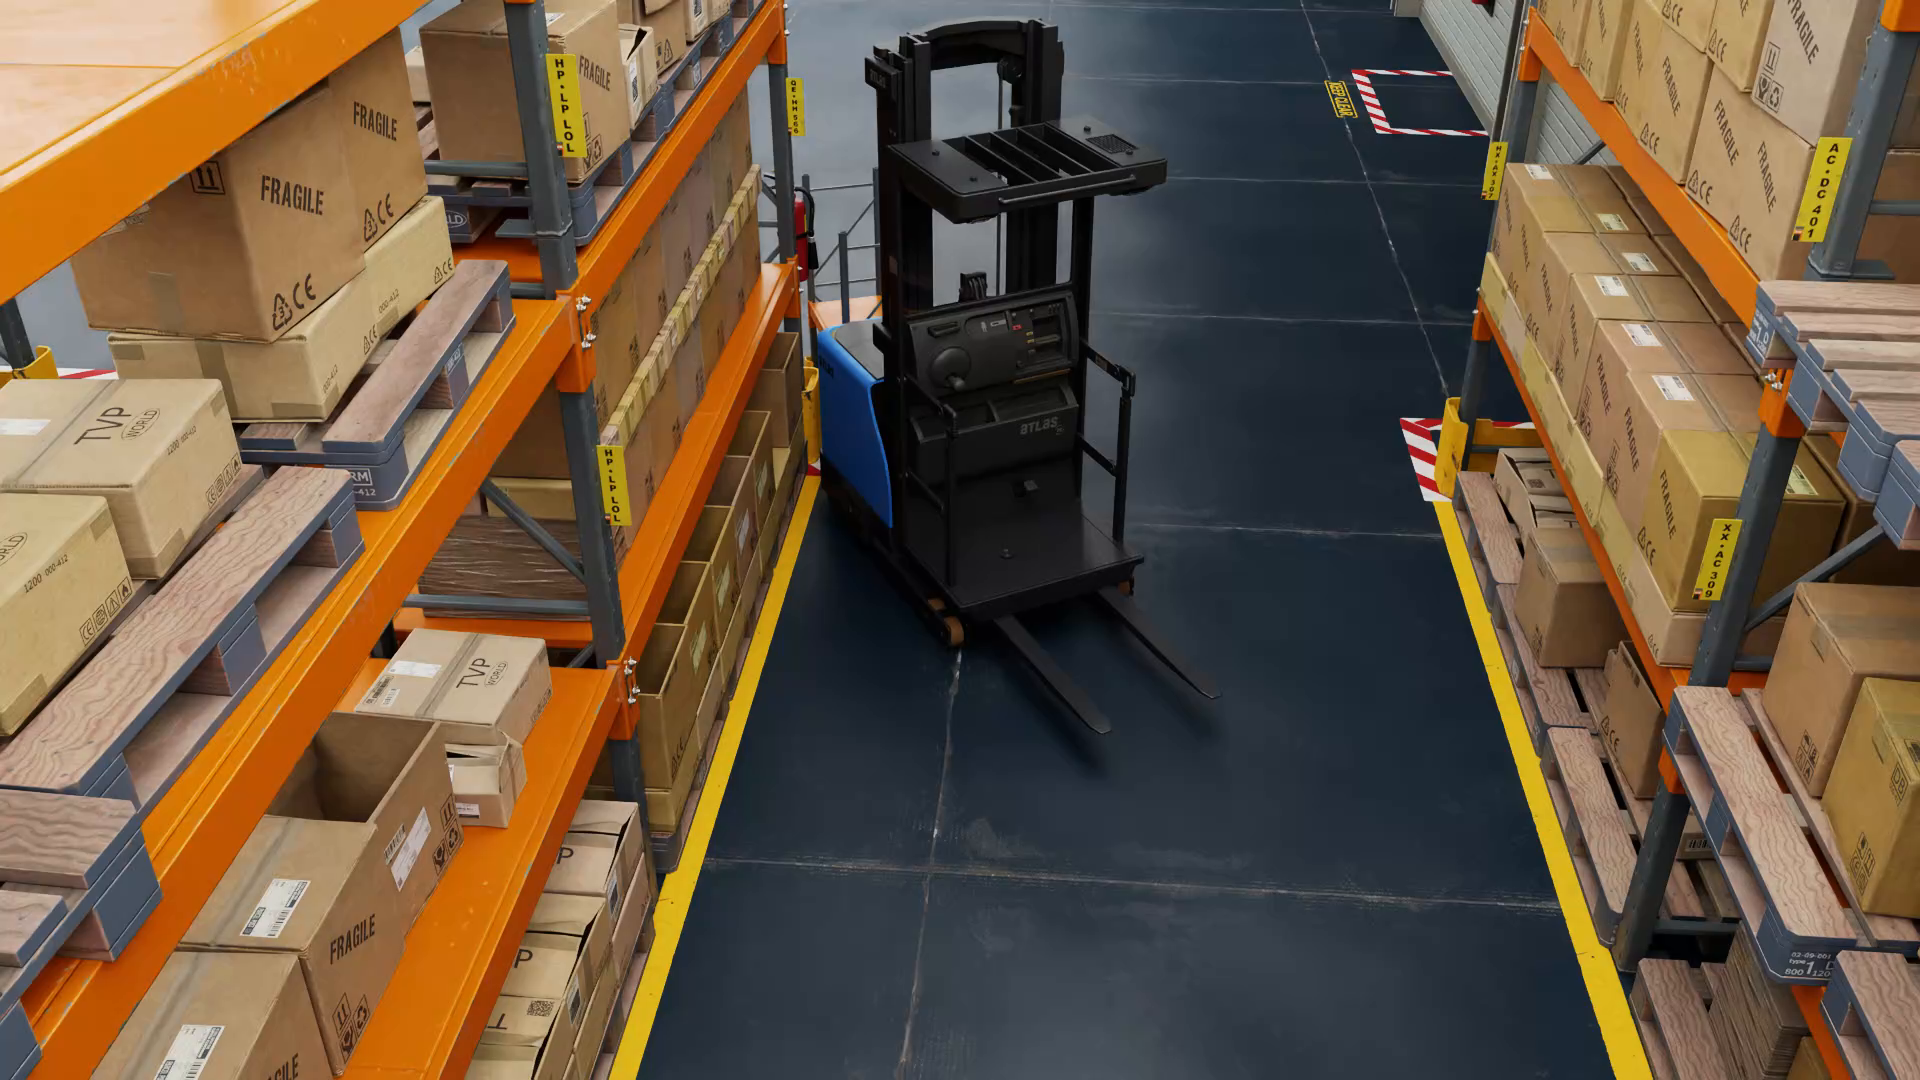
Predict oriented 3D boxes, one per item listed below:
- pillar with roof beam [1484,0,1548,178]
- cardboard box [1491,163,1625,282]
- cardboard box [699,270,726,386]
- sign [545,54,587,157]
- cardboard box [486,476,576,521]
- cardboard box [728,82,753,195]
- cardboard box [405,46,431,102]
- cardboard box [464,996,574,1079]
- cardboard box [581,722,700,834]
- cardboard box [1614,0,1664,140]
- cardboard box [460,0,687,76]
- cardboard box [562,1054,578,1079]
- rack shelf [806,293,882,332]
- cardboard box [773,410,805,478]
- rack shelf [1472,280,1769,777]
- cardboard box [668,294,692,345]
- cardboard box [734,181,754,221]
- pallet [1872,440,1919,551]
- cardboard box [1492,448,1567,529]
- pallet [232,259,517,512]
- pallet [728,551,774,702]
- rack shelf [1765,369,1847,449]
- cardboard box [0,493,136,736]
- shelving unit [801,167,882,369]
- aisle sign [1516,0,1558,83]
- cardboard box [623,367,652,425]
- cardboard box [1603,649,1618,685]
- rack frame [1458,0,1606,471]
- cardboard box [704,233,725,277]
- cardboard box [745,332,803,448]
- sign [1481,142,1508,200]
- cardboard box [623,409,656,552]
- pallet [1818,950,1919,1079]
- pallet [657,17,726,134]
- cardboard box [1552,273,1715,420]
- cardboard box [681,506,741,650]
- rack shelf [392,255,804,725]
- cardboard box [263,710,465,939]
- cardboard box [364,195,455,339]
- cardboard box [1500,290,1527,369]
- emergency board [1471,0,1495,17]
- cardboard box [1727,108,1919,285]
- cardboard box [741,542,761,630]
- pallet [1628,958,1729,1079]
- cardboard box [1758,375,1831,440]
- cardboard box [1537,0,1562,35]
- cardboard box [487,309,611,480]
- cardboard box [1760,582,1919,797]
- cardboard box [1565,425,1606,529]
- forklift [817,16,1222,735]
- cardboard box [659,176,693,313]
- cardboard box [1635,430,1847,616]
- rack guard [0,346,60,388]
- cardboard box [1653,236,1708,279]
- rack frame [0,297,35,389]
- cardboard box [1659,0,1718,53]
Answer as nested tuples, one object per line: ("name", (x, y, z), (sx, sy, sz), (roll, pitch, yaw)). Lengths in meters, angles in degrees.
("pillar with roof beam", (0.483, -7.106, 12.484), (9.100, 9.000, 0.400), (2, 32, 4))
("cardboard box", (3.142, -1.661, 8.776), (0.500, 0.500, 0.500), (2, 32, 4))
("cardboard box", (-1.592, -1.108, 8.375), (0.700, 0.500, 0.500), (3, 32, 4))
("sign", (-1.241, -1.365, 5.234), (0.100, 0.325, 0.005), (2, 32, 4))
("cardboard box", (-1.568, -0.203, 6.287), (0.380, 0.149, 0.250), (2, 32, 4))
("cardboard box", (-1.512, -2.167, 8.856), (0.700, 0.500, 0.500), (3, 32, 4))
("cardboard box", (-1.957, -1.803, 6.443), (0.380, 0.149, 0.250), (2, 32, 4))
("cardboard box", (-1.609, 1.758, 5.504), (0.500, 0.311, 0.500), (2, 32, 4))
("cardboard box", (-1.443, 1.010, 7.253), (0.500, 0.250, 0.500), (2, 32, 4))
("cardboard box", (3.064, -1.966, 6.888), (0.500, 0.500, 0.500), (4, 32, 7))
("cardboard box", (-1.523, -2.167, 6.696), (0.797, 0.503, 0.637), (6, 32, 9))
("cardboard box", (-1.612, 2.001, 5.645), (0.500, 0.250, 0.500), (3, 32, 5))
("rack shelf", (-0.600, -1.263, 10.493), (0.538, 0.185, 1.000), (-9, 33, -14))
("cardboard box", (-1.207, -0.559, 9.799), (0.500, 0.250, 0.500), (2, 32, 4))
("rack shelf", (3.317, -0.282, 7.814), (1.077, 0.370, 4.000), (2, 32, 4))
("cardboard box", (-1.446, -1.013, 7.602), (0.380, 0.149, 0.250), (2, 32, 4))
("cardboard box", (-1.318, -1.818, 8.907), (0.380, 0.149, 0.250), (3, 32, 5))
("pallet", (2.917, 0.121, 3.794), (1.213, 0.211, 1.003), (2, 32, 4))
("cardboard box", (3.334, -0.319, 9.332), (0.500, 0.311, 0.500), (-1, 32, -2))
("pallet", (-1.842, -0.486, 4.783), (0.805, 0.209, 1.217), (1, 32, 2))
("pallet", (-1.580, 0.381, 8.710), (1.003, 0.211, 1.213), (2, 32, 4))
("rack shelf", (2.992, 0.533, 3.633), (1.077, 0.370, 4.000), (2, 32, 4))
("cardboard box", (-2.045, 0.134, 3.337), (0.500, 0.250, 0.500), (2, 32, 3))
("shelving unit", (-0.597, -1.412, 10.391), (0.587, 1.500, 1.083), (-9, 33, -14))
("aisle sign", (3.187, -2.791, 8.722), (0.394, 0.787, 0.004), (2, 32, 4))
("cardboard box", (-1.509, -0.606, 6.942), (0.380, 0.149, 0.250), (2, 32, 4))
("cardboard box", (3.305, 0.648, 7.917), (0.380, 0.149, 0.250), (0, 32, 0))
("rack frame", (3.480, -1.634, 9.323), (1.000, 3.000, 0.127), (2, 32, 4))
("cardboard box", (-1.383, -1.415, 8.254), (0.380, 0.149, 0.250), (3, 32, 6))
("cardboard box", (-1.204, -0.878, 9.602), (0.500, 0.500, 0.500), (2, 32, 4))
("sign", (2.939, -2.026, 9.133), (0.100, 0.325, 0.005), (2, 32, 4))
("cardboard box", (-1.717, -0.303, 7.068), (0.700, 0.500, 0.500), (2, 32, 3))
("pallet", (2.949, 1.594, 4.267), (1.003, 0.211, 1.213), (2, 32, 4))
("pallet", (-1.637, -2.075, 7.263), (1.003, 0.211, 1.213), (2, 32, 4))
("cardboard box", (3.013, -0.863, 7.480), (0.500, 0.500, 0.500), (3, 32, 6))
("cardboard box", (-1.352, 0.168, 7.904), (0.500, 0.500, 0.500), (2, 32, 4))
("rack shelf", (-1.620, -0.492, 8.155), (1.077, 0.370, 4.000), (2, 32, 4))
("cardboard box", (-1.905, 0.882, 5.145), (0.500, 0.500, 0.500), (5, 32, 8))
("cardboard box", (-1.843, -0.822, 4.889), (0.500, 0.250, 0.500), (6, 32, 9))
("cardboard box", (3.096, -1.065, 8.523), (0.500, 0.250, 0.500), (2, 32, 2))
("emergency board", (5.013, -5.659, 15.854), (0.194, 1.169, 0.643), (2, 32, 4))
("cardboard box", (2.949, -1.146, 5.558), (0.500, 0.500, 0.500), (3, 32, 5))
("cardboard box", (-1.317, 0.226, 8.525), (0.500, 0.250, 0.500), (2, 32, 4))
("pallet", (3.093, 2.052, 6.000), (1.003, 0.211, 1.213), (2, 32, 4))
("cardboard box", (3.447, -0.313, 6.589), (0.500, 0.500, 0.500), (2, 32, 4))
("cardboard box", (3.204, -2.798, 8.238), (0.500, 0.500, 0.500), (3, 32, 5))
("cardboard box", (-1.753, -0.579, 6.279), (0.700, 0.500, 0.500), (3, 32, 4))
("cardboard box", (3.079, 0.492, 5.358), (0.700, 0.500, 0.500), (3, 32, 4))
("cardboard box", (2.965, -0.272, 7.236), (0.500, 0.250, 0.500), (2, 32, 4))
("forklift", (0.277, -0.954, 8.284), (1.130, 2.935, 3.031), (-15, 35, -22))
("cardboard box", (-1.631, -1.366, 7.557), (0.700, 0.500, 0.500), (2, 32, 4))
("cardboard box", (2.885, -0.067, 6.189), (0.500, 0.500, 0.500), (2, 32, 4))
("rack guard", (-6.353, -0.951, 10.597), (1.175, 0.500, 0.348), (2, 32, 4))
("cardboard box", (3.565, -1.109, 7.880), (0.500, 0.500, 0.500), (2, 32, 3))
("rack frame", (-6.394, -2.057, 10.009), (1.000, 3.000, 0.127), (2, 32, 4))
("cardboard box", (2.991, -2.130, 6.201), (0.500, 0.500, 0.500), (1, 32, 2))
